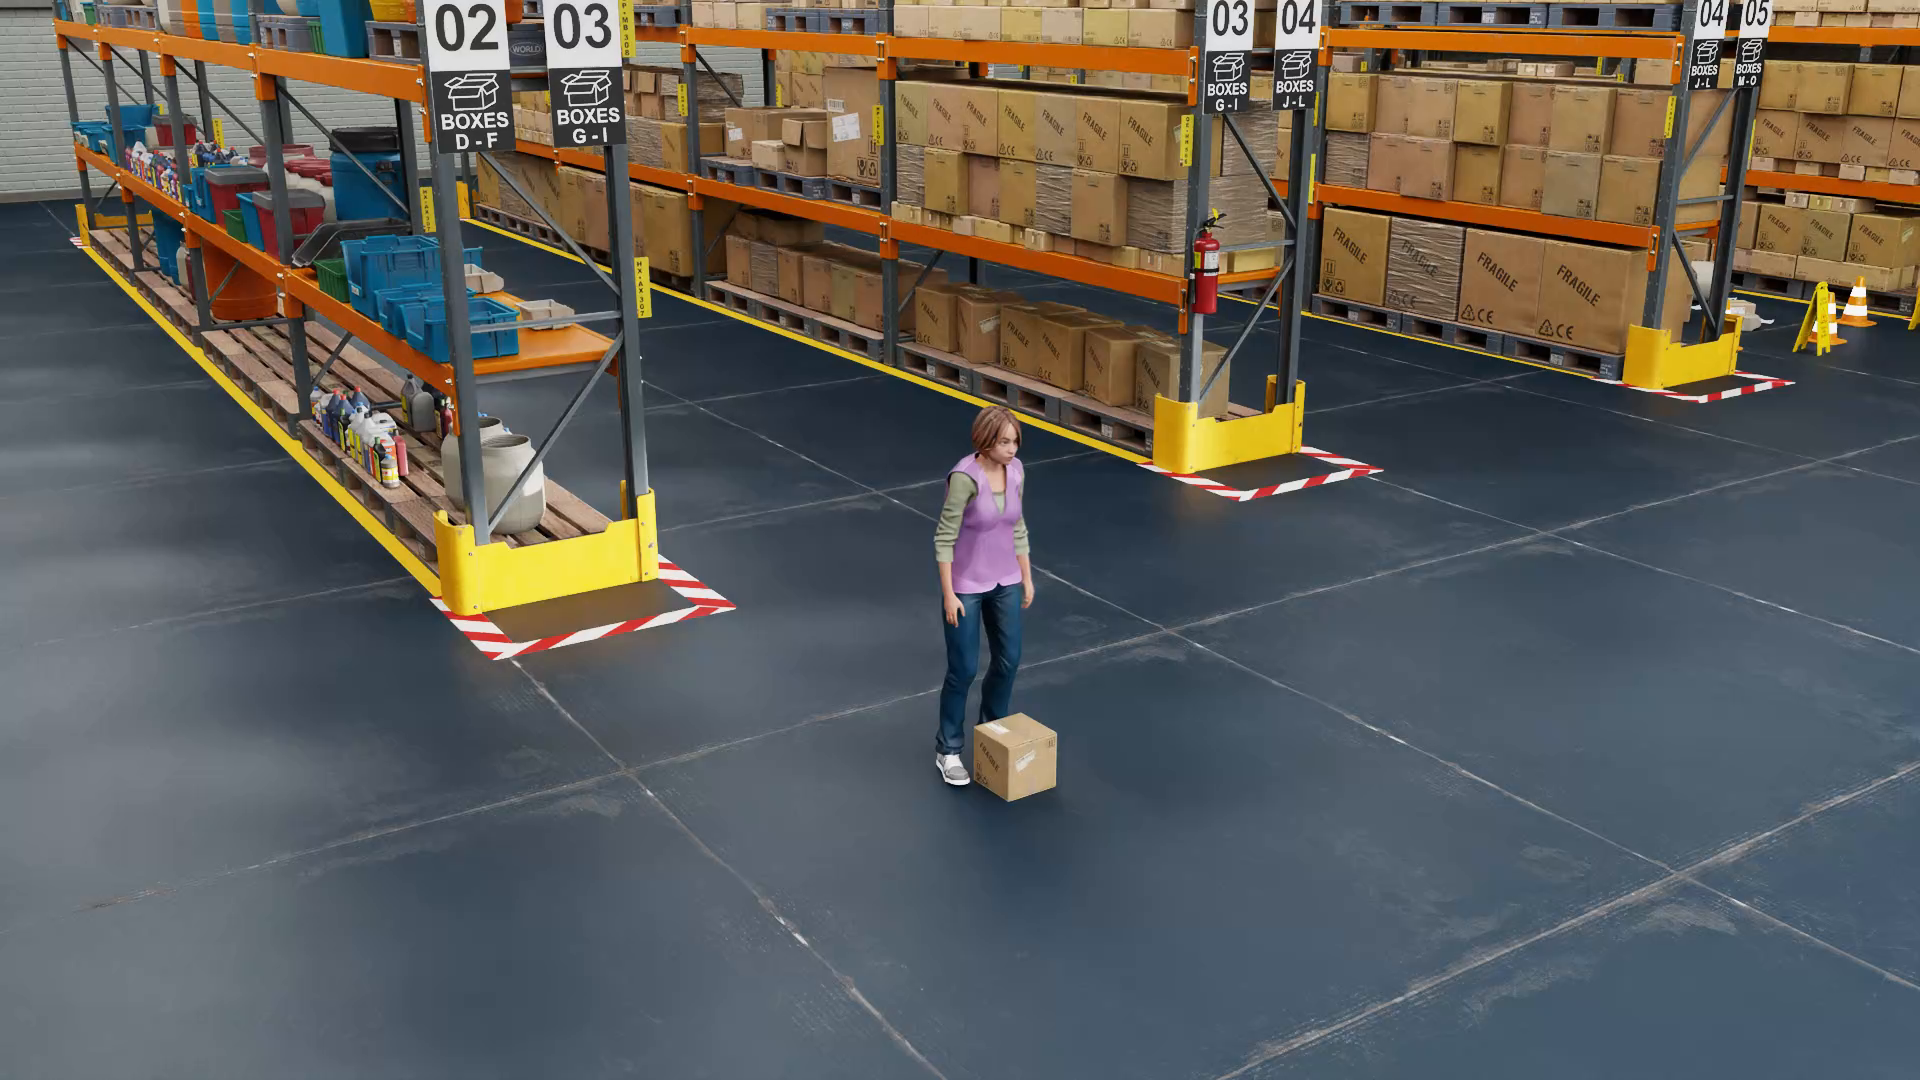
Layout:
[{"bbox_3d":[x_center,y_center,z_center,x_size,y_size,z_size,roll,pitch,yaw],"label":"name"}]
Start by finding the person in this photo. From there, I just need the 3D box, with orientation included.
[{"bbox_3d":[0.105,0.213,6.932,0.484,1.594,0.370,-13,22,-34],"label":"person"}]
